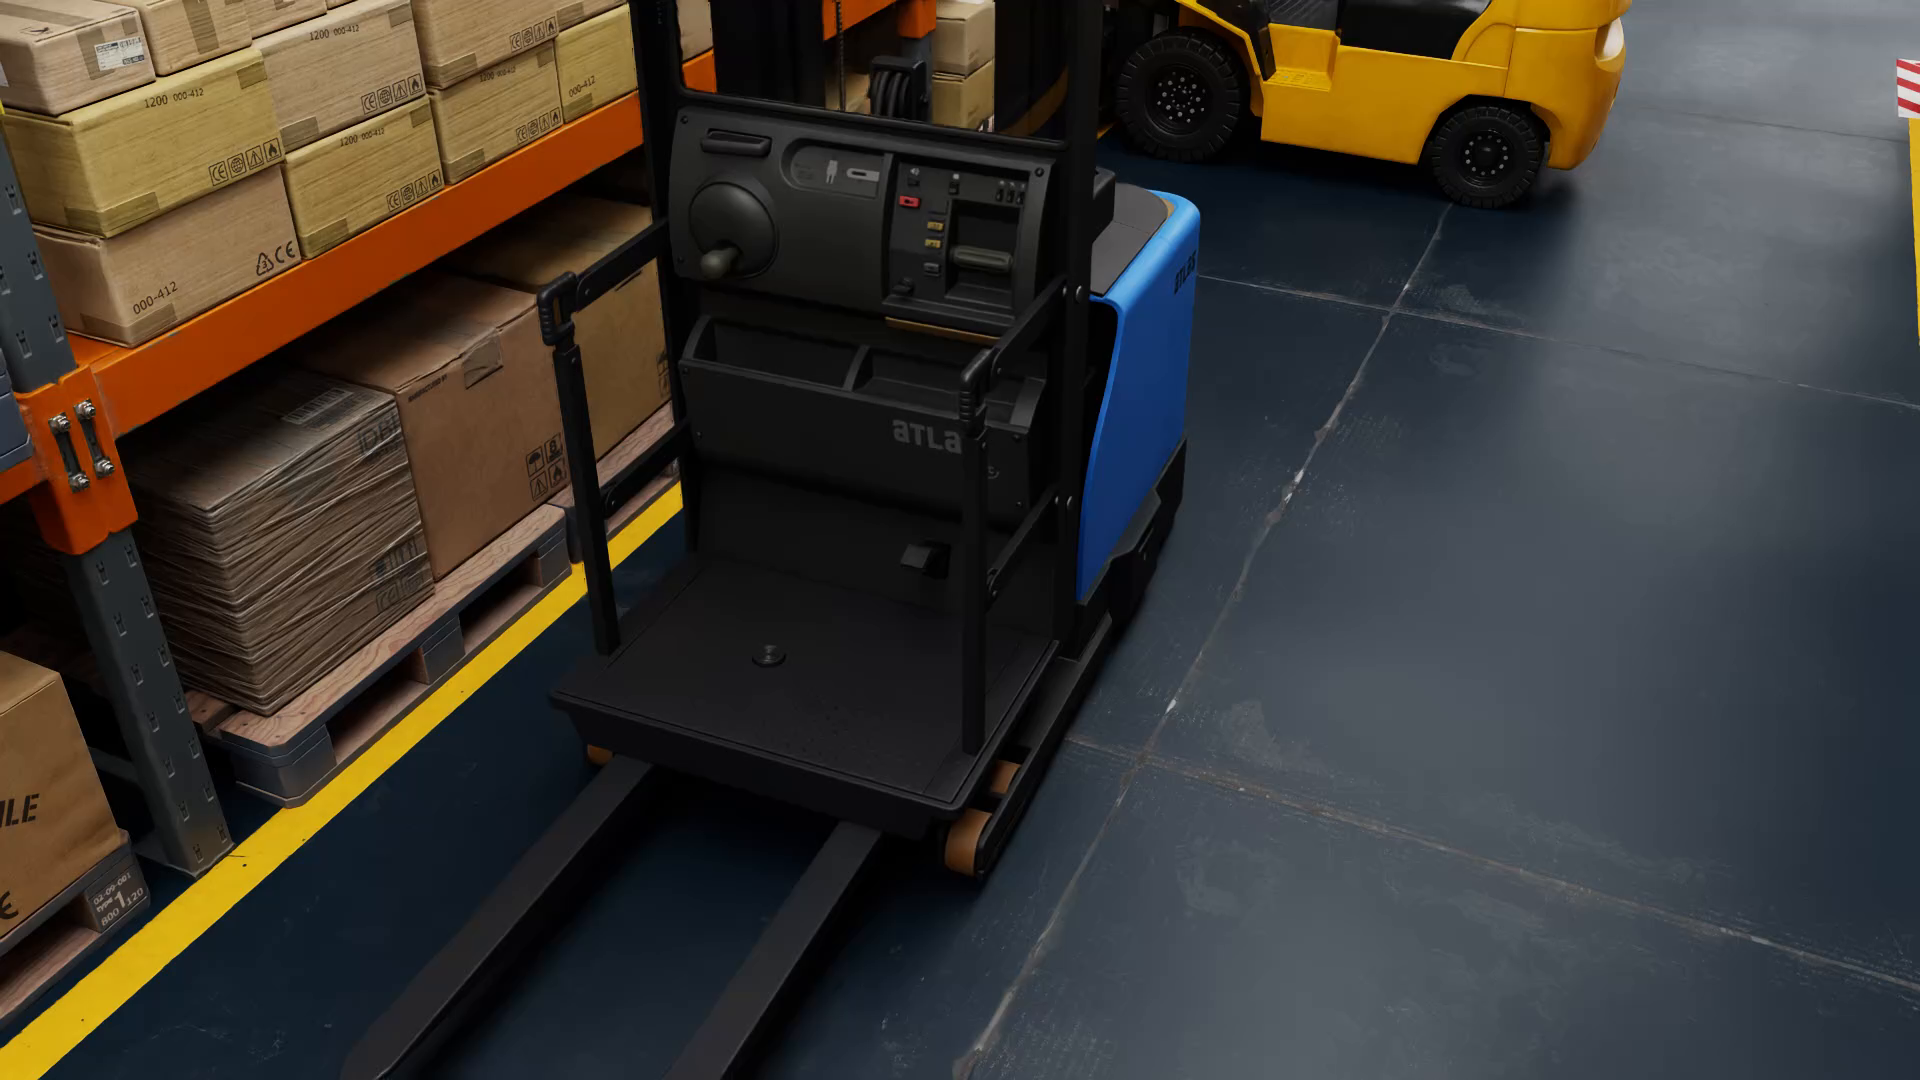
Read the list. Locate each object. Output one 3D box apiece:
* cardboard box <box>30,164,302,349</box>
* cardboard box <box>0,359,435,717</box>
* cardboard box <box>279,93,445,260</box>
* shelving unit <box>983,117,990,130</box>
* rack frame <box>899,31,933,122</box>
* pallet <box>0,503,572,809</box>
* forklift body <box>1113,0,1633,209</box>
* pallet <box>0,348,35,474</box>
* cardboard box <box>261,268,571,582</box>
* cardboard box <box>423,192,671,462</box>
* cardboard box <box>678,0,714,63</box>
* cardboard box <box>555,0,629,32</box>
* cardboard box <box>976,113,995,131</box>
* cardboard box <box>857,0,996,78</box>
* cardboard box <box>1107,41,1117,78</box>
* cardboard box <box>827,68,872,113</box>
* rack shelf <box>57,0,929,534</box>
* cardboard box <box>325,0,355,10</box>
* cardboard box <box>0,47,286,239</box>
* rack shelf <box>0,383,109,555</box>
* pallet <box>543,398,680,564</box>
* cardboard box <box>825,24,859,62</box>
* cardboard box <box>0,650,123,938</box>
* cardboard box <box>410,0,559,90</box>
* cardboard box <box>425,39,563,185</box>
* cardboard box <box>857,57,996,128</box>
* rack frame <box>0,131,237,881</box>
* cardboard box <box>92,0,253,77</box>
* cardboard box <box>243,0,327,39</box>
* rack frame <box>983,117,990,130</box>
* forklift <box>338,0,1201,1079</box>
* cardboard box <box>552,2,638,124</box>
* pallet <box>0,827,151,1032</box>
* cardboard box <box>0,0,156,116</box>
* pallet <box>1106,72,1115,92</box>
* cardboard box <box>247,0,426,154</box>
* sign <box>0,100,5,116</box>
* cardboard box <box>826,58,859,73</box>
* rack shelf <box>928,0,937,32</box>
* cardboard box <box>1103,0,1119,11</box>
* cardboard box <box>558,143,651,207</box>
[{"bbox_3d":[-1.855,-0.682,3.692,0.500,0.250,0.500,14,36,21],"label":"cardboard box"},{"bbox_3d":[-1.989,-0.070,4.404,0.875,0.625,0.625,15,36,22],"label":"cardboard box"},{"bbox_3d":[-1.640,-0.932,4.072,0.500,0.250,0.500,13,36,19],"label":"cardboard box"},{"bbox_3d":[0.218,-0.792,5.364,0.258,1.200,0.189,13,35,19],"label":"shelving unit"},{"bbox_3d":[-0.589,-2.572,6.438,1.000,3.000,0.127,14,36,20],"label":"rack frame"},{"bbox_3d":[-1.882,0.185,4.776,1.003,0.211,1.213,14,36,20],"label":"pallet"},{"bbox_3d":[1.948,-2.847,7.630,2.313,2.155,1.214,14,36,20],"label":"forklift body"},{"bbox_3d":[-2.482,-0.146,2.913,1.213,0.211,1.003,14,36,20],"label":"pallet"},{"bbox_3d":[-1.723,-0.398,4.903,0.875,0.625,0.625,15,36,22],"label":"cardboard box"},{"bbox_3d":[-1.441,-0.733,5.415,0.875,0.625,0.625,13,35,19],"label":"cardboard box"},{"bbox_3d":[-1.003,-1.707,5.254,0.500,0.250,0.500,14,36,21],"label":"cardboard box"},{"bbox_3d":[-1.218,-1.657,4.723,0.500,0.250,0.500,15,36,21],"label":"cardboard box"},{"bbox_3d":[-0.086,-1.763,7.328,0.500,0.250,0.500,15,36,21],"label":"cardboard box"},{"bbox_3d":[-0.101,-2.185,7.060,0.500,0.250,0.500,14,36,20],"label":"cardboard box"},{"bbox_3d":[0.544,-2.527,8.494,0.500,0.250,0.500,15,36,22],"label":"cardboard box"},{"bbox_3d":[-0.797,-1.493,6.573,0.875,0.625,0.625,16,36,23],"label":"cardboard box"},{"bbox_3d":[-1.426,-1.276,5.116,1.077,0.370,4.000,14,36,20],"label":"rack shelf"},{"bbox_3d":[-1.569,-1.385,3.943,0.380,0.149,0.250,15,36,21],"label":"cardboard box"},{"bbox_3d":[-1.832,-0.886,3.546,0.500,0.250,0.500,14,36,20],"label":"cardboard box"},{"bbox_3d":[-3.099,0.717,2.078,1.077,0.370,4.000,14,36,20],"label":"rack shelf"},{"bbox_3d":[-1.371,-0.421,5.699,1.003,0.211,1.213,14,36,20],"label":"pallet"},{"bbox_3d":[-0.559,-2.306,7.244,0.500,0.250,0.500,15,36,21],"label":"cardboard box"},{"bbox_3d":[-2.244,0.549,3.573,0.500,0.500,0.500,15,36,22],"label":"cardboard box"},{"bbox_3d":[-1.409,-1.397,4.326,0.500,0.250,0.500,13,36,19],"label":"cardboard box"},{"bbox_3d":[-1.431,-1.190,4.466,0.500,0.250,0.500,13,35,19],"label":"cardboard box"},{"bbox_3d":[-0.106,-1.977,7.199,0.500,0.250,0.500,14,36,20],"label":"cardboard box"},{"bbox_3d":[-2.262,-0.580,3.399,1.000,3.000,0.127,14,36,20],"label":"rack frame"},{"bbox_3d":[-1.751,-1.118,3.536,0.380,0.149,0.250,15,36,22],"label":"cardboard box"},{"bbox_3d":[-1.667,-1.252,3.741,0.380,0.149,0.250,15,36,22],"label":"cardboard box"},{"bbox_3d":[0.182,-0.746,5.293,0.240,1.200,0.006,13,35,19],"label":"rack frame"},{"bbox_3d":[-0.324,-0.680,3.615,1.130,2.935,3.031,13,35,19],"label":"forklift"},{"bbox_3d":[-1.212,-1.448,4.859,0.500,0.250,0.500,15,36,22],"label":"cardboard box"},{"bbox_3d":[-2.609,0.949,3.610,1.003,0.211,1.213,14,36,20],"label":"pallet"},{"bbox_3d":[-1.861,-0.985,3.333,0.380,0.149,0.250,15,36,22],"label":"cardboard box"},{"bbox_3d":[0.291,-2.403,8.722,1.003,0.211,1.213,14,36,20],"label":"pallet"},{"bbox_3d":[-1.644,-1.141,3.935,0.500,0.250,0.500,15,36,22],"label":"cardboard box"},{"bbox_3d":[-1.765,-0.912,2.921,0.100,0.325,0.005,14,36,20],"label":"sign"},{"bbox_3d":[-0.571,-2.097,7.381,0.500,0.250,0.500,13,36,19],"label":"cardboard box"},{"bbox_3d":[0.248,-3.268,8.154,1.077,0.370,4.000,14,36,20],"label":"rack shelf"},{"bbox_3d":[0.536,-2.728,8.343,0.500,0.250,0.500,14,36,20],"label":"cardboard box"},{"bbox_3d":[-1.129,-1.108,5.987,0.875,0.625,0.625,14,36,20],"label":"cardboard box"}]
